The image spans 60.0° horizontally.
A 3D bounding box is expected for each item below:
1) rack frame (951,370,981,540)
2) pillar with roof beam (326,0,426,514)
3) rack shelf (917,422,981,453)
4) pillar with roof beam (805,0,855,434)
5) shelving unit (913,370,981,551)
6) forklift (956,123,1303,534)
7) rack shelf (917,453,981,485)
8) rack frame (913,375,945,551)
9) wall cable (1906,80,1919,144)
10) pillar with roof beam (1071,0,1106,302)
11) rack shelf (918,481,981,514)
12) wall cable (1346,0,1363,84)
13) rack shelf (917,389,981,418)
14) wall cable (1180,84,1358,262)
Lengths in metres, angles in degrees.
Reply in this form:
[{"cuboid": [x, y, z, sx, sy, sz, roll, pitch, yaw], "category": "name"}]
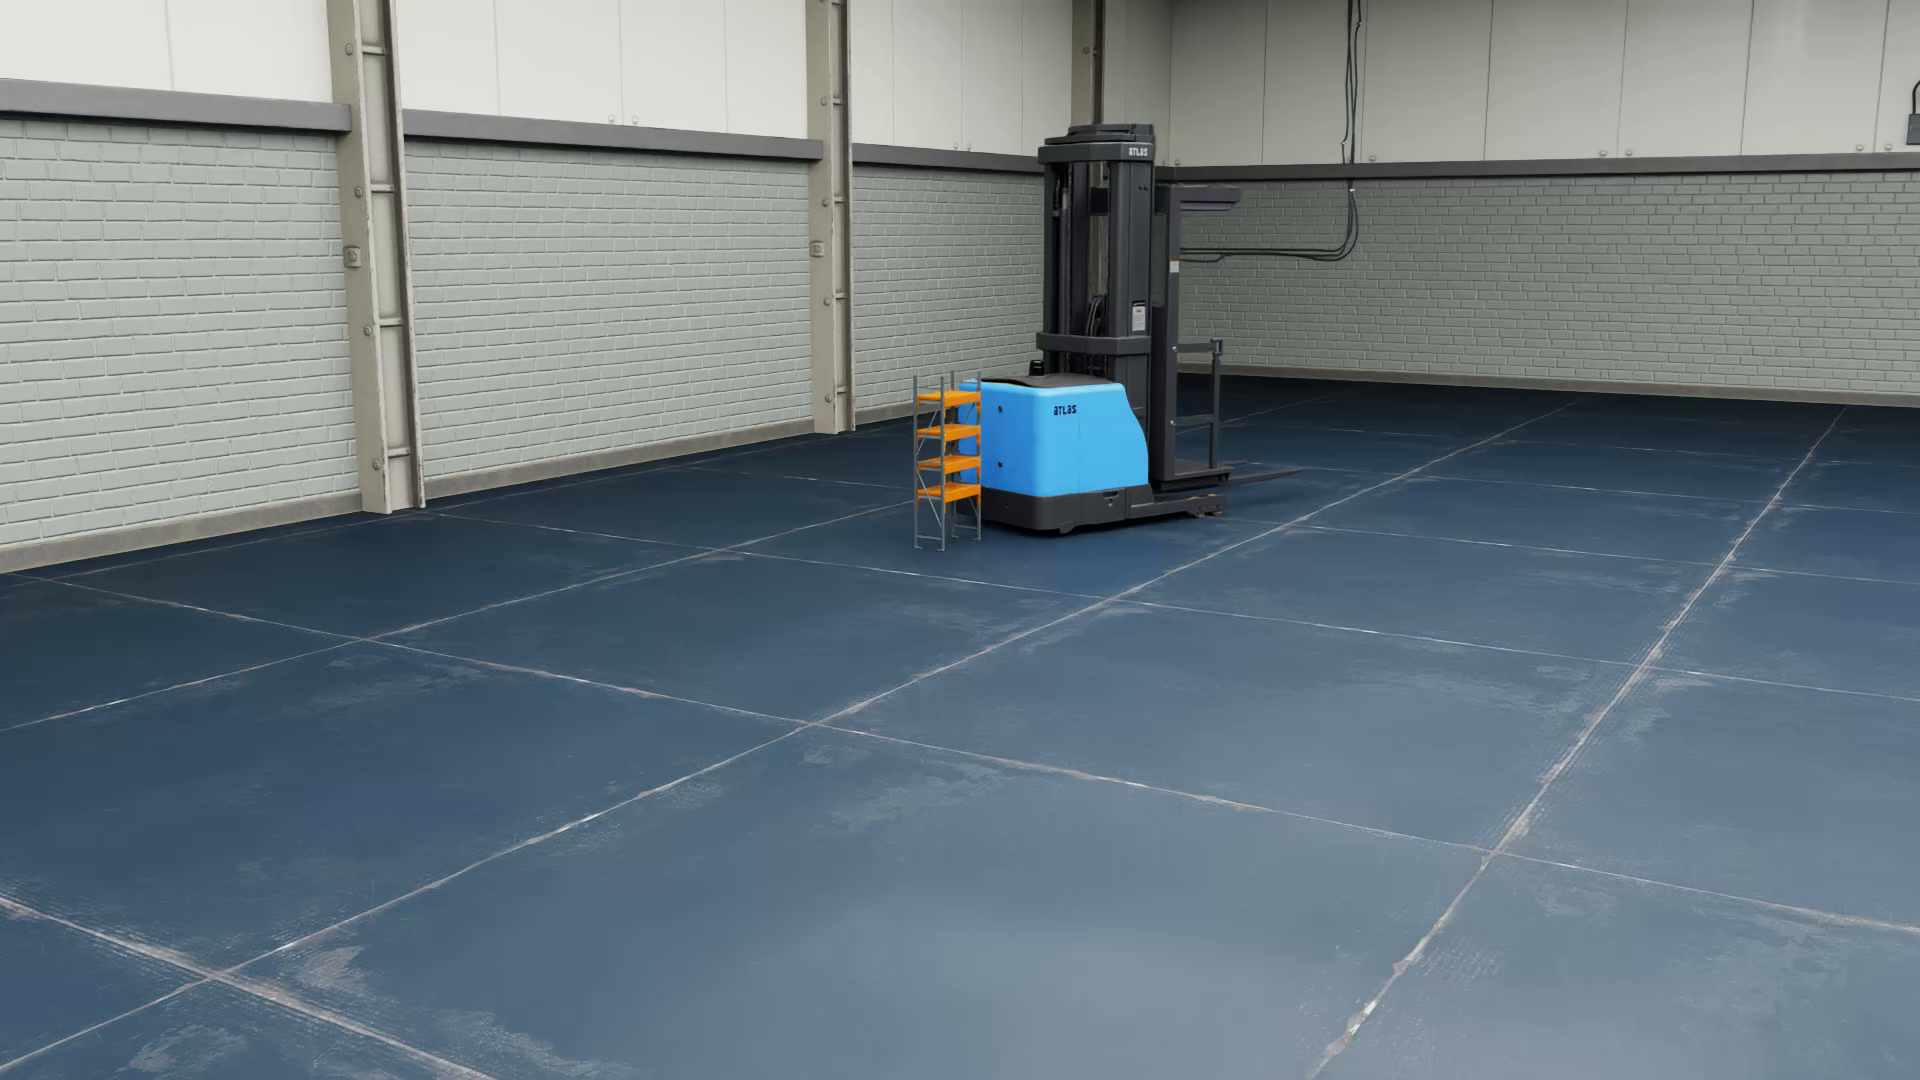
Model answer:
[{"cuboid": [0.041, -0.602, 11.824, 0.240, 1.200, 0.015, 6, 12, 31], "category": "rack frame"}, {"cuboid": [-0.819, -4.261, 10.176, 9.100, 9.000, 0.400, 6, 12, 31], "category": "pillar with roof beam"}, {"cuboid": [-0.086, -0.717, 11.590, 0.258, 0.148, 0.480, 6, 12, 31], "category": "rack shelf"}, {"cuboid": [2.296, -5.205, 15.216, 9.100, 9.000, 0.400, 6, 12, 31], "category": "pillar with roof beam"}, {"cuboid": [-0.086, -0.564, 11.619, 0.258, 1.200, 0.503, 6, 12, 31], "category": "shelving unit"}, {"cuboid": [1.445, -1.679, 12.872, 3.031, 2.935, 1.130, -8, 13, -37], "category": "forklift"}, {"cuboid": [-0.086, -0.498, 11.632, 0.258, 0.148, 0.480, 6, 12, 31], "category": "rack shelf"}, {"cuboid": [-0.213, -0.525, 11.414, 0.240, 1.200, 0.015, 6, 12, 31], "category": "rack frame"}, {"cuboid": [12.497, -7.659, 19.083, 2.305, 6.003, 0.169, 6, 12, 31], "category": "wall cable"}, {"cuboid": [5.411, -6.149, 20.257, 9.100, 9.000, 0.400, 6, 12, 31], "category": "pillar with roof beam"}, {"cuboid": [-0.086, -0.302, 11.668, 0.258, 0.148, 0.480, 6, 12, 31], "category": "rack shelf"}, {"cuboid": [6.703, -7.595, 22.694, 3.097, 2.526, 0.112, 6, 12, 31], "category": "wall cable"}, {"cuboid": [-0.086, -0.950, 11.547, 0.258, 0.148, 0.480, 6, 12, 31], "category": "rack shelf"}, {"cuboid": [4.391, -5.371, 24.539, 3.097, 2.526, 0.112, 6, 12, 31], "category": "wall cable"}]
